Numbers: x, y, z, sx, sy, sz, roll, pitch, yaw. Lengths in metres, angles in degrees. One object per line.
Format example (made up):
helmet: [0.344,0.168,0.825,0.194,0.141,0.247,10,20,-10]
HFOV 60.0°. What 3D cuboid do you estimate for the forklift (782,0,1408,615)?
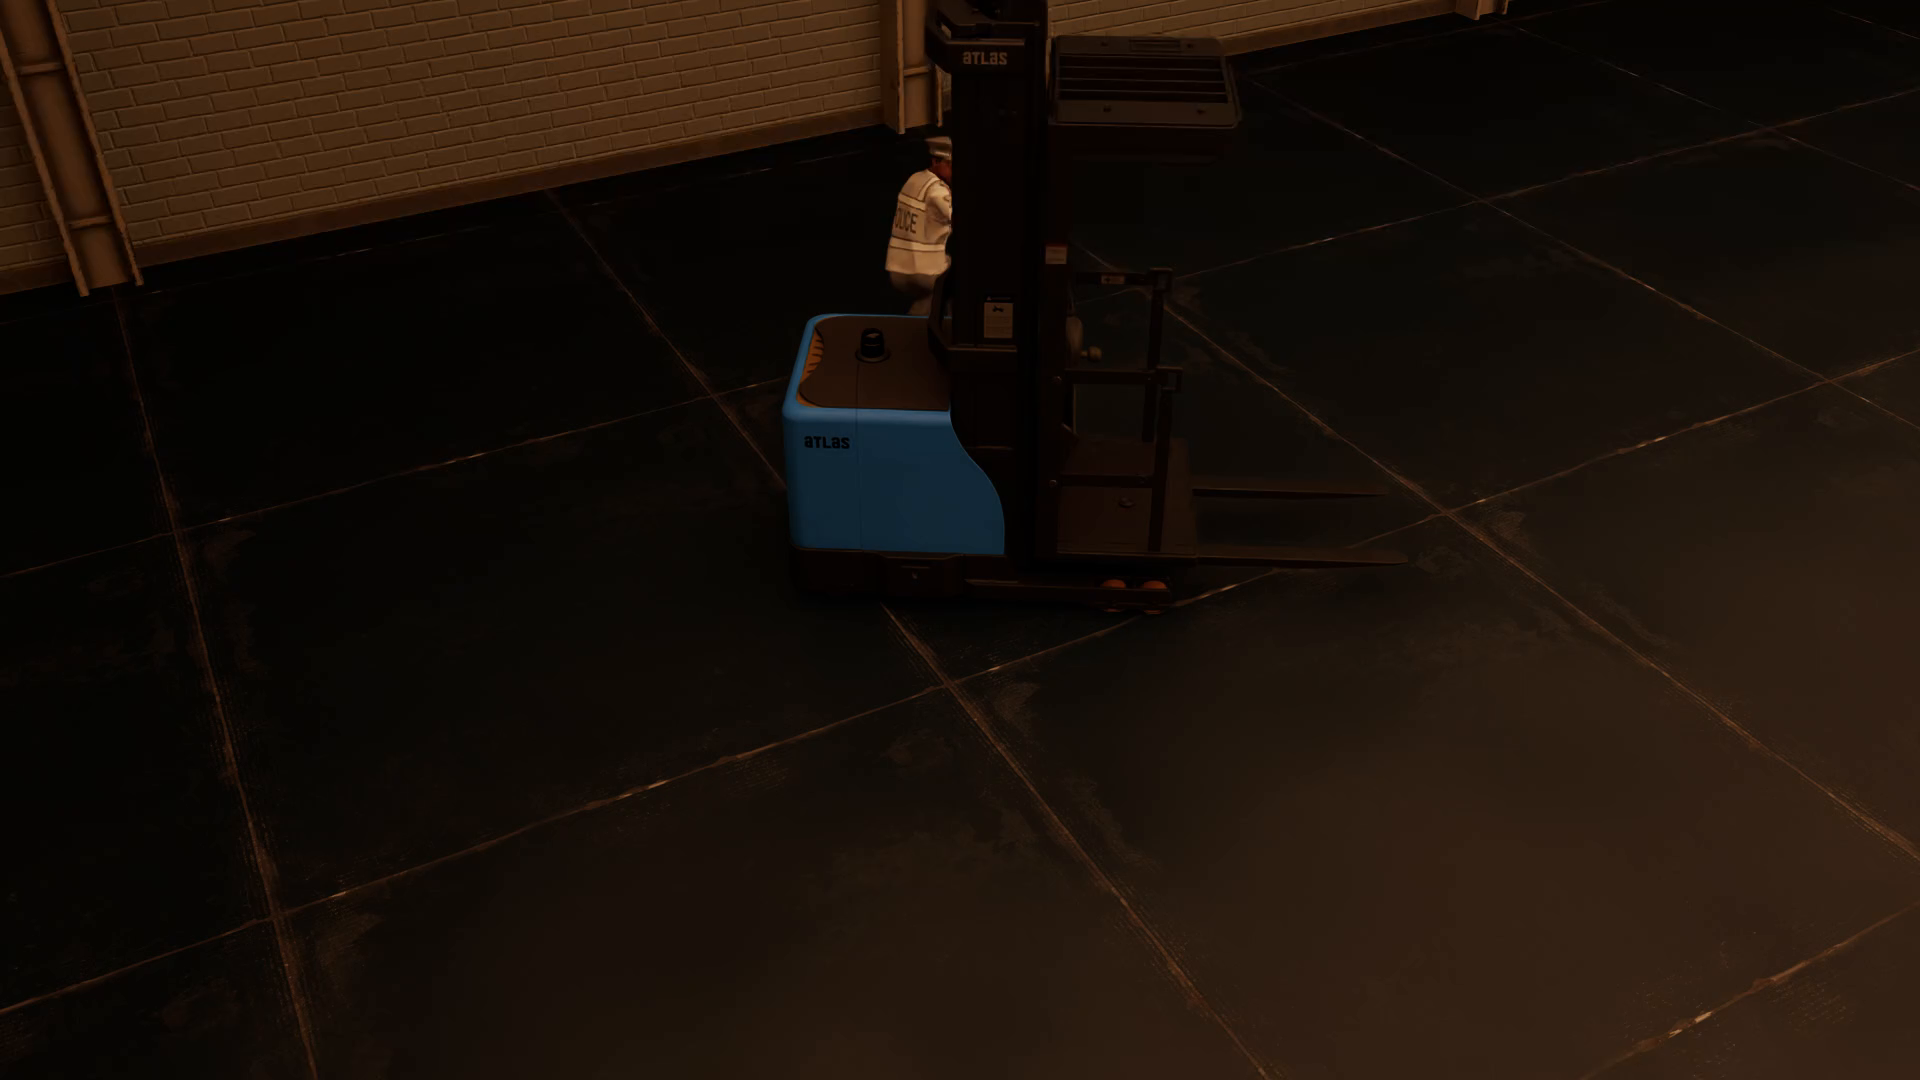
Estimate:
forklift: [0.696,-1.150,7.750,3.031,2.935,1.130,2,35,3]

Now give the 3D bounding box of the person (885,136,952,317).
person: [0.002,-1.750,9.943,0.690,1.396,0.972,27,43,33]
